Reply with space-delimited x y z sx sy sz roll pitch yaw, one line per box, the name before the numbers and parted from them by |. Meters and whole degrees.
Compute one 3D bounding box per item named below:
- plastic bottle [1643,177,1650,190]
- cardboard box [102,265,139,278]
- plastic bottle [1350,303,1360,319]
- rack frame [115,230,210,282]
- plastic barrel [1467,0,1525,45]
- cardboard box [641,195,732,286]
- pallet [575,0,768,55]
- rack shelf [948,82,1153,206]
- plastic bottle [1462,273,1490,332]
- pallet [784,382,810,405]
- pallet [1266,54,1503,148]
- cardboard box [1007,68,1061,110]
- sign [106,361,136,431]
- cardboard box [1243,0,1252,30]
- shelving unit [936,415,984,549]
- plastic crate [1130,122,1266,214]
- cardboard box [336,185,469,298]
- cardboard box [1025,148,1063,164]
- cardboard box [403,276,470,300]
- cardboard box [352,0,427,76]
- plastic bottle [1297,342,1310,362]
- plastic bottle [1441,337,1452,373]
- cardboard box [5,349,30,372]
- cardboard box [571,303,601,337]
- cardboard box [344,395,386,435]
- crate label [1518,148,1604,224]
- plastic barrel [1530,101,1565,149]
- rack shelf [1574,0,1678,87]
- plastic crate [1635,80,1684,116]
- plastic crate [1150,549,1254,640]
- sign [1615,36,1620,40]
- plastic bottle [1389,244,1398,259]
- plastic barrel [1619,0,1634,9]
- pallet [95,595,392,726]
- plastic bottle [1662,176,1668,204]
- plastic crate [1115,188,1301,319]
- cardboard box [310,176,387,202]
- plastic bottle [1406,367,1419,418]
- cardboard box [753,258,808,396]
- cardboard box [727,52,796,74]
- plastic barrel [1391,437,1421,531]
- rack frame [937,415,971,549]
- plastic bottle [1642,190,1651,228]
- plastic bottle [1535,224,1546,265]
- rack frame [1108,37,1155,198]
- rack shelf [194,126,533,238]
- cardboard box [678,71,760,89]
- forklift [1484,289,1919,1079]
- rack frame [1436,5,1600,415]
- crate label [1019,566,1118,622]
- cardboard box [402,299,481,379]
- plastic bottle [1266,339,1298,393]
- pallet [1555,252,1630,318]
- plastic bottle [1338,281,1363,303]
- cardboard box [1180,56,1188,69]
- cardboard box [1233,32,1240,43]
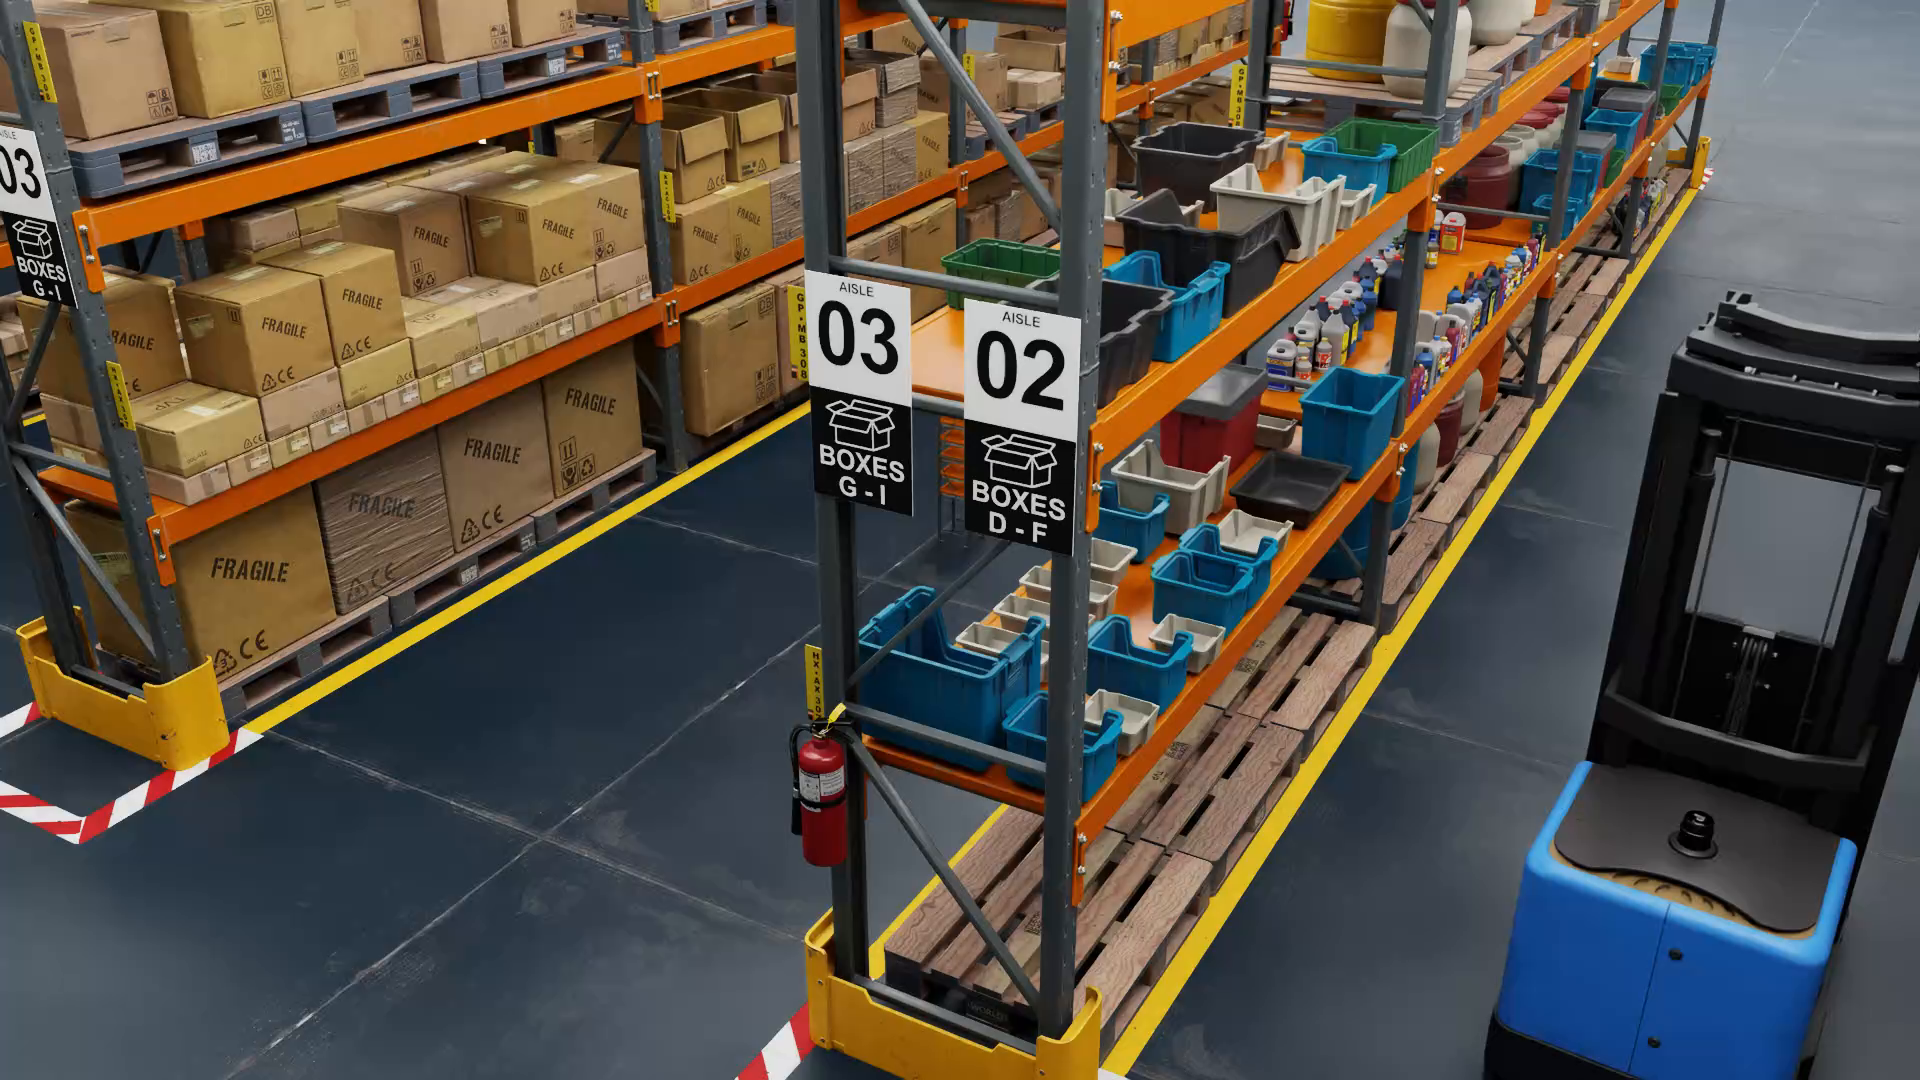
plastic bottle | 7.071 -3.611 17.155 0.061 0.283 0.133 14 30 26
cardboard box | -7.000 -2.146 13.737 0.380 0.149 0.250 16 31 28
plastic bottle | 2.388 -1.319 10.178 0.097 0.271 0.097 0 27 0
rack frame | -6.651 -3.055 13.503 1.000 3.000 0.127 14 30 26
plastic barrel | 3.157 -3.258 9.935 0.433 0.535 0.433 0 27 0
cardboard box | -1.938 -2.093 11.468 0.500 0.500 0.500 14 30 26
pallet | -1.974 -3.548 11.349 0.805 0.209 1.217 13 29 24
rack shelf | 0.570 -3.940 16.074 1.077 0.370 4.000 14 30 26
plastic bottle | 3.237 -1.496 10.443 0.144 0.351 0.185 14 30 26
pallet | -1.469 -1.471 13.454 1.003 0.211 1.213 14 30 26
pallet | 2.231 -2.417 9.087 1.213 0.211 1.003 14 30 26
cardboard box | 0.610 -4.206 15.499 0.500 0.250 0.500 13 30 25
sign | -3.870 -0.663 7.668 0.100 0.325 0.005 14 30 26
cardboard box | 3.085 -6.349 19.637 0.875 0.500 0.500 14 30 26
shelving unit | 0.007 -0.542 10.493 0.258 1.200 0.189 14 30 26
plastic crate | 1.080 -1.692 7.575 0.497 0.269 0.590 14 30 26
cardboard box | -3.341 -1.801 9.994 0.500 0.500 0.500 13 29 25
cardboard box | 0.982 -3.704 17.100 0.700 0.500 0.500 14 30 26
cardboard box | -3.340 -1.468 10.168 0.500 0.250 0.500 15 30 27
cardboard box | -3.364 -2.843 9.035 0.700 0.500 0.500 16 31 28
plastic bottle | 1.994 -1.059 9.736 0.097 0.201 0.097 0 27 0
plastic bottle | 2.846 -1.098 9.815 0.097 0.201 0.097 0 27 0
cardboard box | -7.234 -1.412 12.604 0.380 0.149 0.250 13 29 24
cardboard box | -2.500 -1.420 10.517 0.380 0.149 0.250 14 30 25
cardboard box | -3.384 -0.719 9.116 0.380 0.149 0.250 14 30 25
crate label | 4.622 -2.735 12.824 0.502 0.435 0.616 14 30 26
plastic barrel | 4.843 -3.401 14.042 0.433 0.535 0.433 0 27 0
rack shelf | 4.882 -4.191 13.224 1.077 0.370 4.000 14 30 26
plastic crate | 6.779 -4.323 16.272 0.450 0.188 0.662 14 30 26
plastic crate | 1.018 0.237 7.046 0.416 0.233 0.300 14 30 26
sign | 7.357 -5.756 18.589 0.100 0.325 0.005 14 30 26
plastic bottle | 2.916 -1.876 11.290 0.097 0.271 0.097 0 27 0
plastic barrel | 4.813 -4.453 12.463 0.600 0.830 0.708 14 30 26
pallet | -4.025 0.553 9.409 1.003 0.211 1.213 14 30 26
plastic bottle | 7.270 -3.630 17.194 0.061 0.283 0.133 15 30 27
plastic crate | 0.953 -1.123 6.360 0.504 0.338 0.767 14 30 26
cardboard box | -5.543 -3.096 15.070 0.500 0.250 0.500 15 30 28
plastic bottle | 2.482 -0.830 9.187 0.061 0.283 0.133 14 30 26
cardboard box | -1.646 -1.764 12.827 1.225 0.875 0.875 13 29 24
cardboard box | -2.345 -5.641 20.571 0.875 0.875 0.875 15 30 27
plastic barrel | 2.561 -0.567 10.406 0.600 0.901 0.708 14 30 26
rack frame | -0.038 -0.507 10.421 0.240 1.200 0.006 14 30 26
plastic bottle | 6.717 -3.260 16.379 0.144 0.351 0.185 13 29 24
plastic bottle | 4.070 -2.088 11.701 0.061 0.283 0.133 14 30 26
rack frame | 1.553 -5.042 17.470 1.000 3.000 0.127 14 30 26
rack shelf | -5.667 -3.513 15.221 1.077 0.370 4.000 14 30 26
cardboard box | -2.942 -5.093 19.618 1.050 0.750 0.750 14 30 26
forklift | 3.275 0.370 6.736 1.130 2.935 3.031 16 31 29
rack frame | 3.898 -2.392 12.177 1.000 3.000 0.127 14 30 26
crate label | 0.477 0.236 7.156 0.396 0.136 0.243 14 30 26
cardboard box | -3.126 -1.162 9.556 0.500 0.250 0.500 14 30 25
plastic bottle | 1.843 -1.002 9.540 0.152 0.276 0.135 14 30 26
pallet | 5.513 -2.389 15.287 1.003 0.211 1.213 14 30 26
plastic bottle | 2.451 -1.484 10.502 0.152 0.276 0.135 14 30 26
cardboard box | 2.269 -5.244 18.156 0.380 0.149 0.250 14 30 26
cardboard box | 3.064 -5.943 19.552 0.380 0.149 0.250 14 30 26
